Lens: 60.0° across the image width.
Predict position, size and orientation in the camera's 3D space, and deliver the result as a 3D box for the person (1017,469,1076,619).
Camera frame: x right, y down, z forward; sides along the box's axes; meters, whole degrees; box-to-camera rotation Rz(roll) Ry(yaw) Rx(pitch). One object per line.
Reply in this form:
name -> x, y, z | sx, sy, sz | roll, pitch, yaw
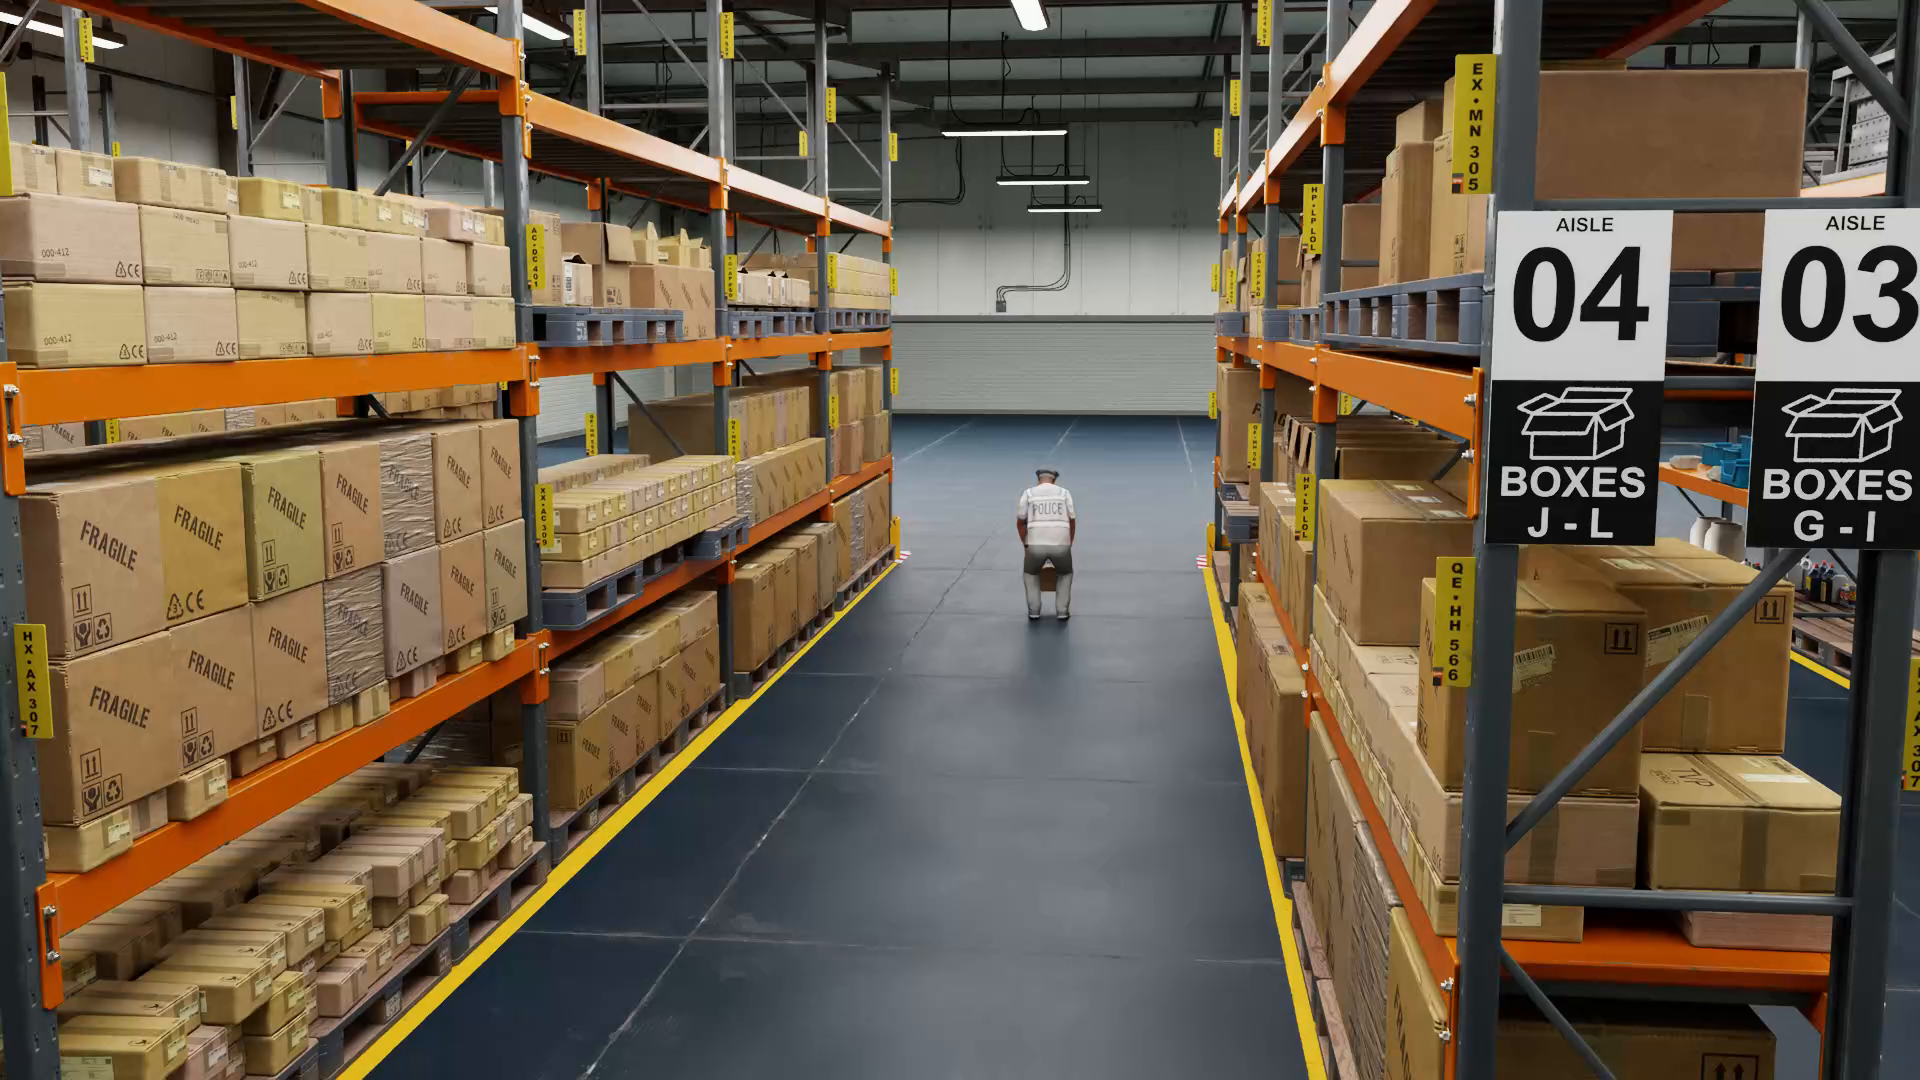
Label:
person -> 0.853, 0.041, 16.571 | 0.590, 1.469, 0.771 | 1, 8, 6
